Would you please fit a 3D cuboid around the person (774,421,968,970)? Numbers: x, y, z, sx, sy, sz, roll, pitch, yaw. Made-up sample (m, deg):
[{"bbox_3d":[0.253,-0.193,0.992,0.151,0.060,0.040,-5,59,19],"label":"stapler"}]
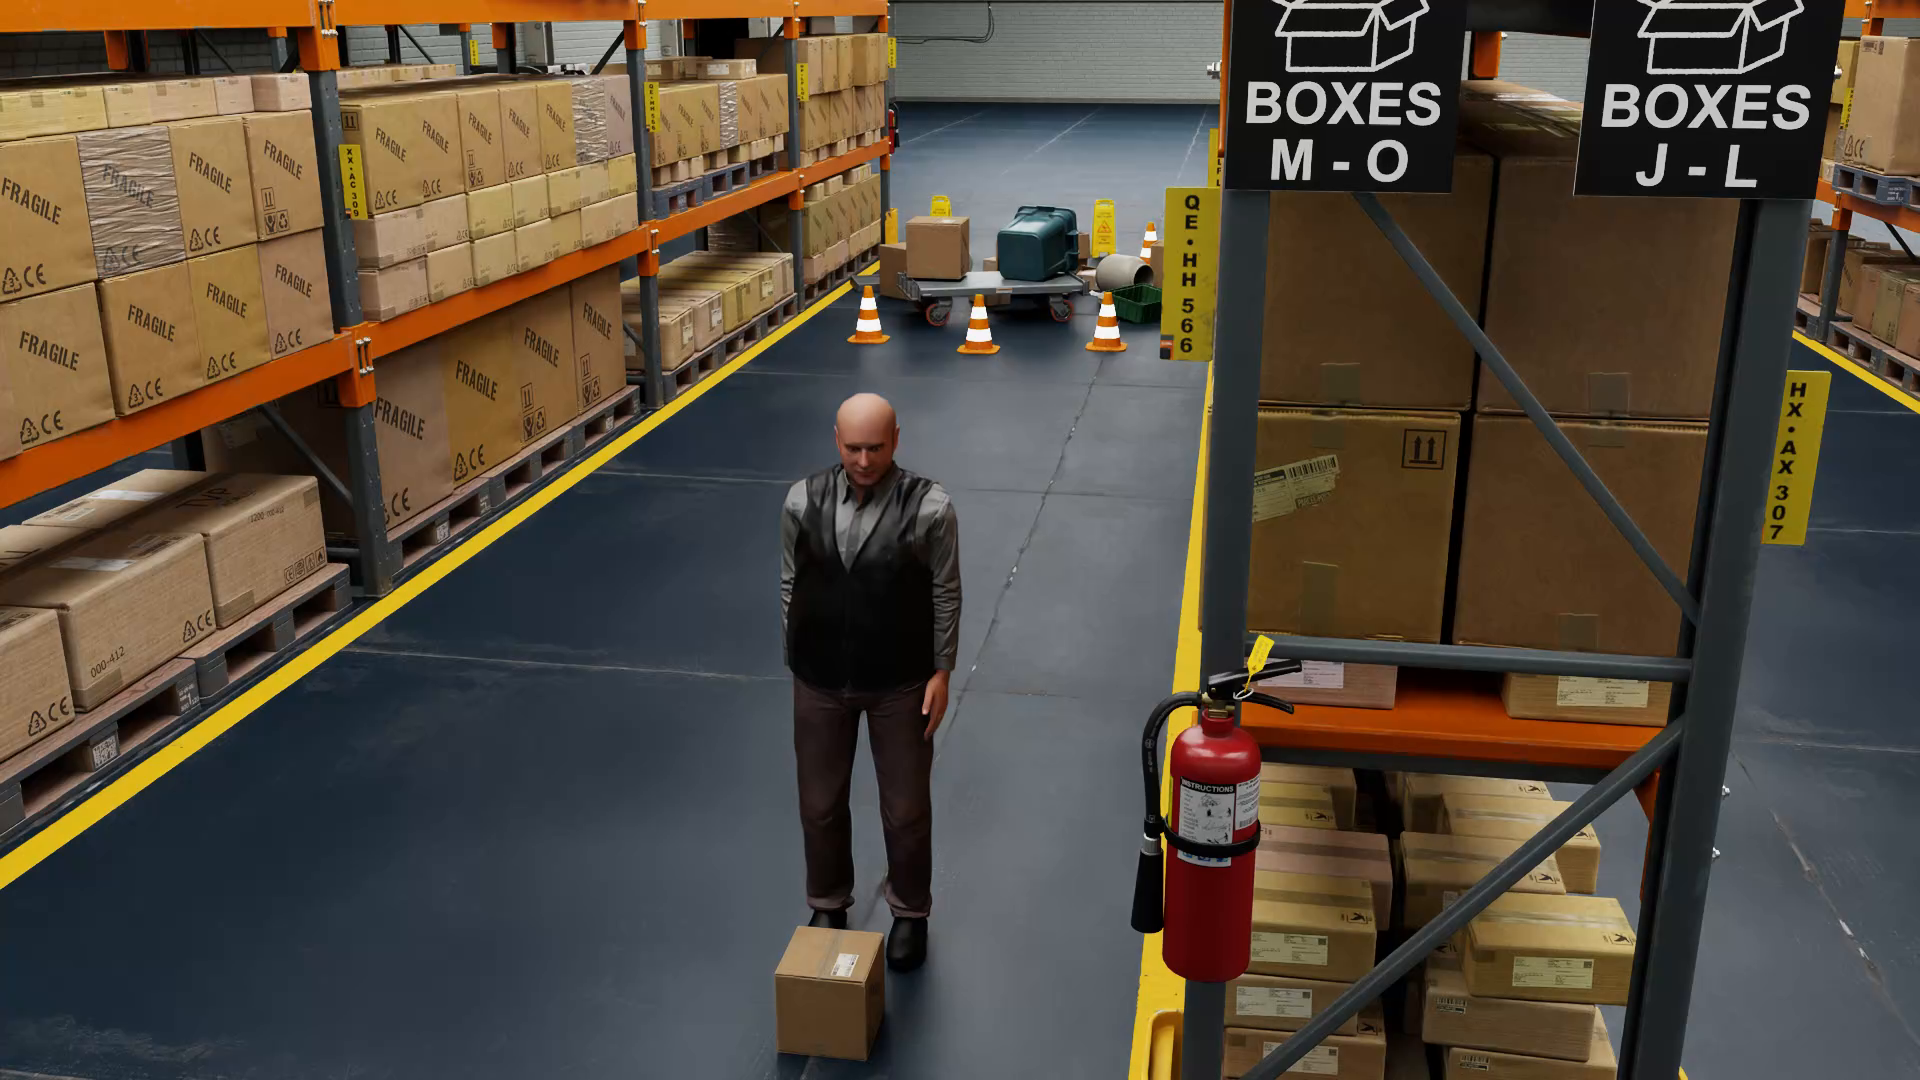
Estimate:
[{"bbox_3d":[-0.253,0.441,4.837,0.563,1.658,0.453,3,18,9],"label":"person"}]
